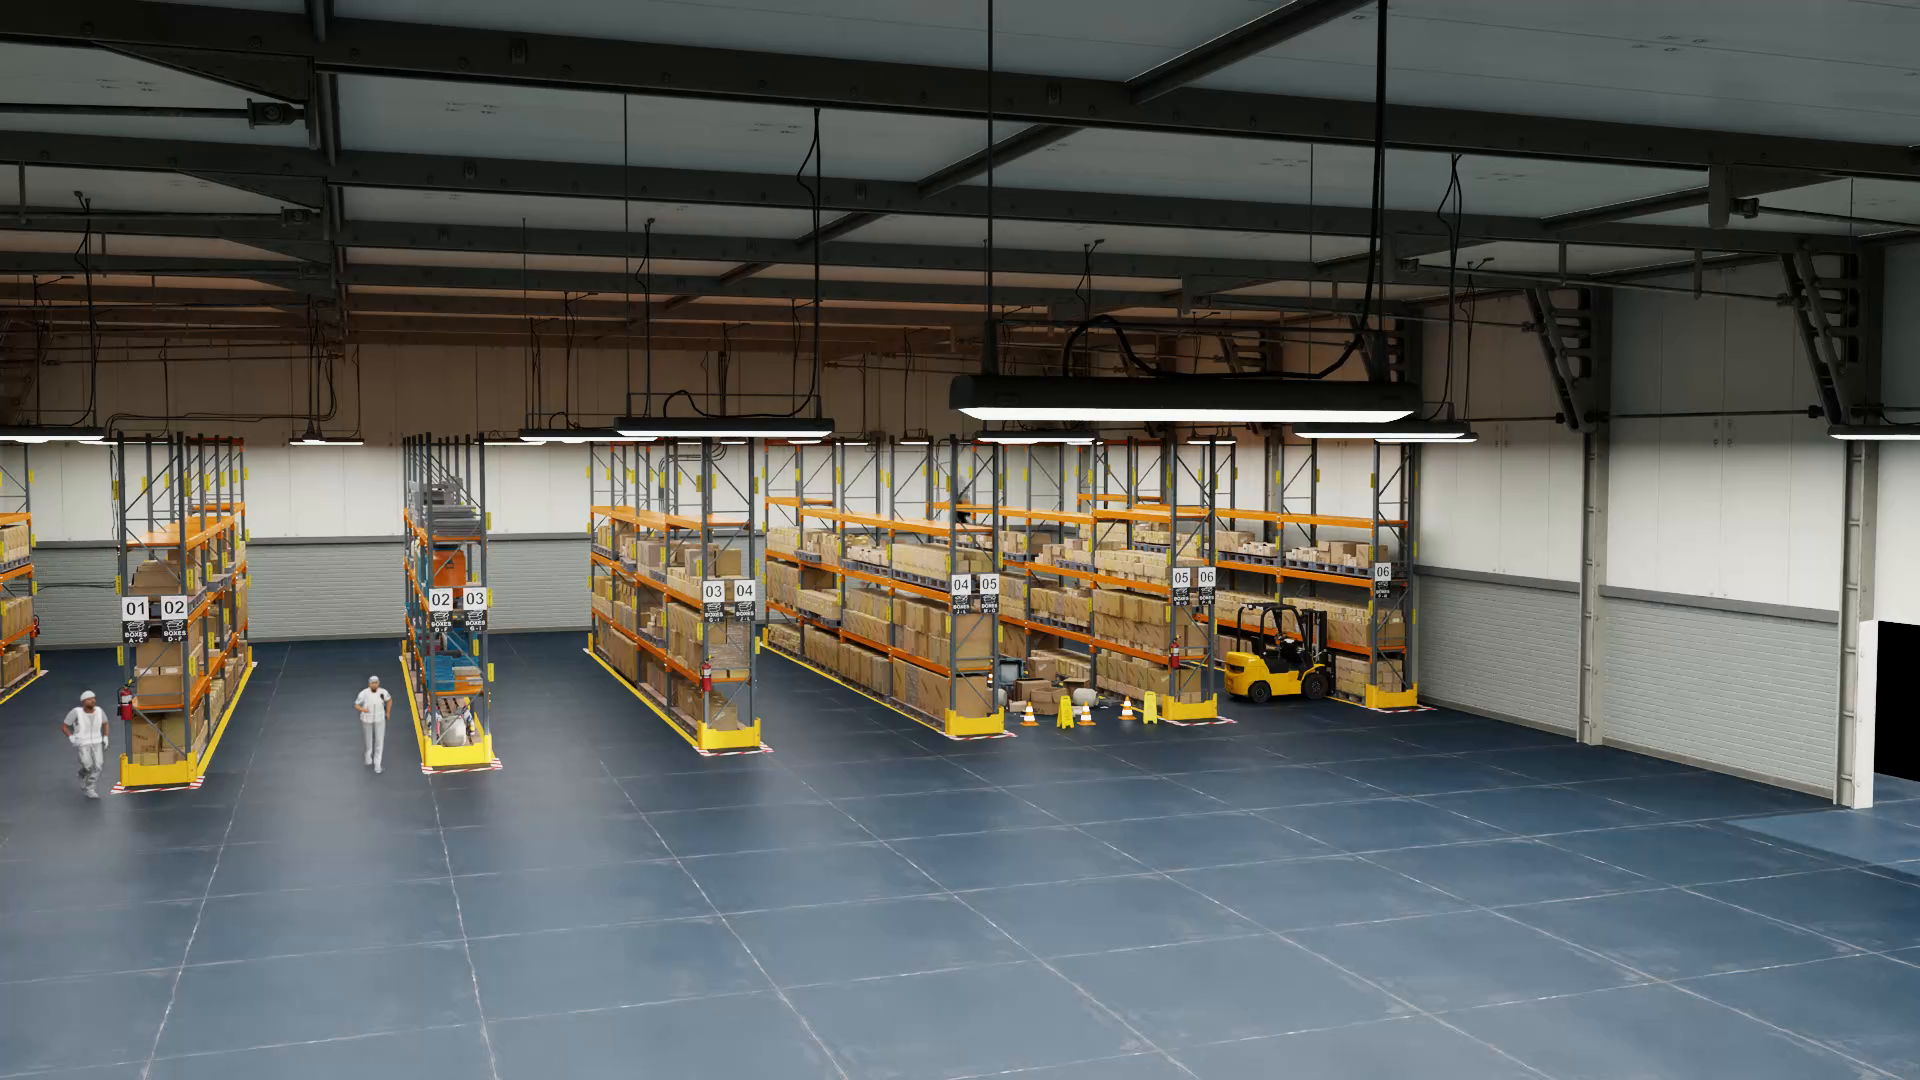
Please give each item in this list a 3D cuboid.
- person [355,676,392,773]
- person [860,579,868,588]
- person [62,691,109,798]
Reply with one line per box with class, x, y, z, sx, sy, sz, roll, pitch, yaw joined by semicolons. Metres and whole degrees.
person;-10.463;3.251;29.680;0.636;1.674;0.921;-1;3;-22
person;-2.912;2.044;50.733;0.771;1.798;0.635;-1;3;-17
person;-14.277;3.347;27.254;0.539;1.744;0.714;3;4;42
